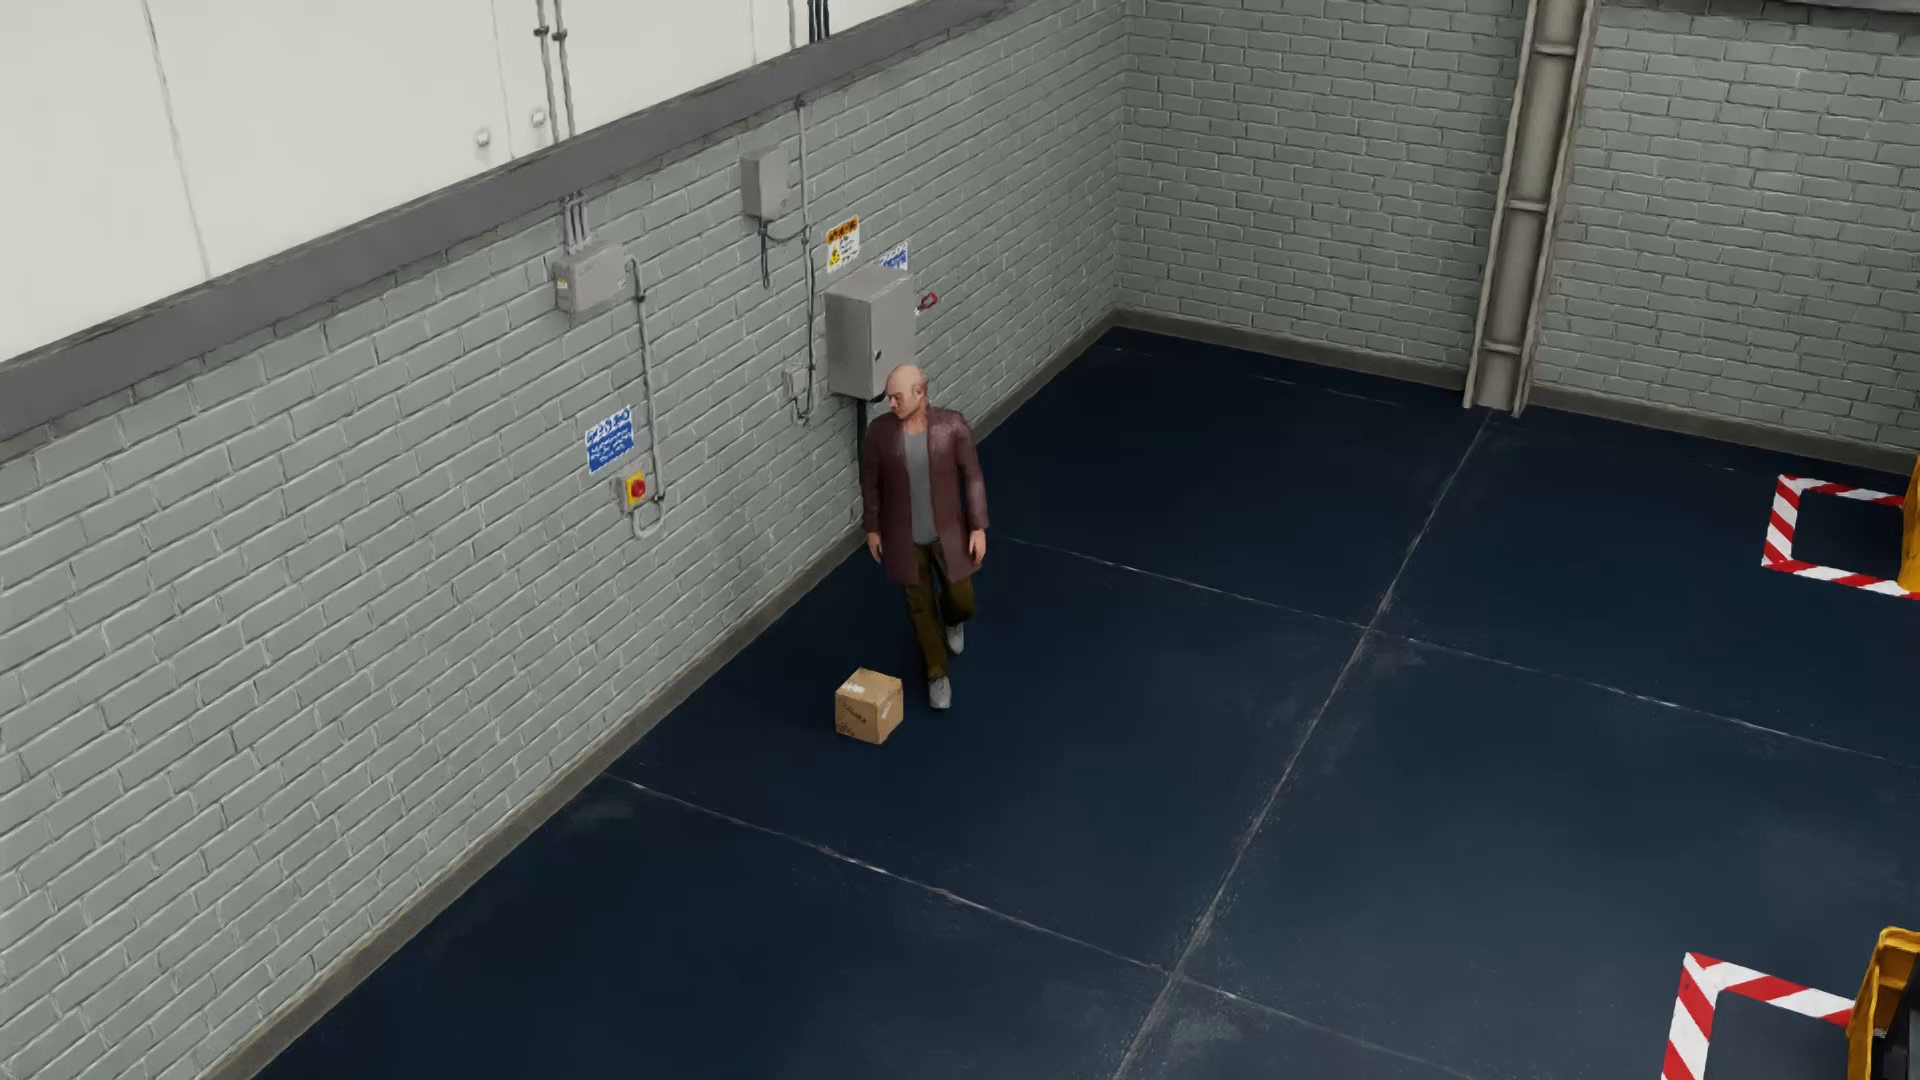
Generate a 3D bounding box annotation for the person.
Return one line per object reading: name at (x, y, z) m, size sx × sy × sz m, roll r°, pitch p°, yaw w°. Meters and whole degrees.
person at (-0.172, 0.041, 8.441) m, size 0.648 × 1.576 × 0.733 m, roll -1°, pitch 30°, yaw -1°
